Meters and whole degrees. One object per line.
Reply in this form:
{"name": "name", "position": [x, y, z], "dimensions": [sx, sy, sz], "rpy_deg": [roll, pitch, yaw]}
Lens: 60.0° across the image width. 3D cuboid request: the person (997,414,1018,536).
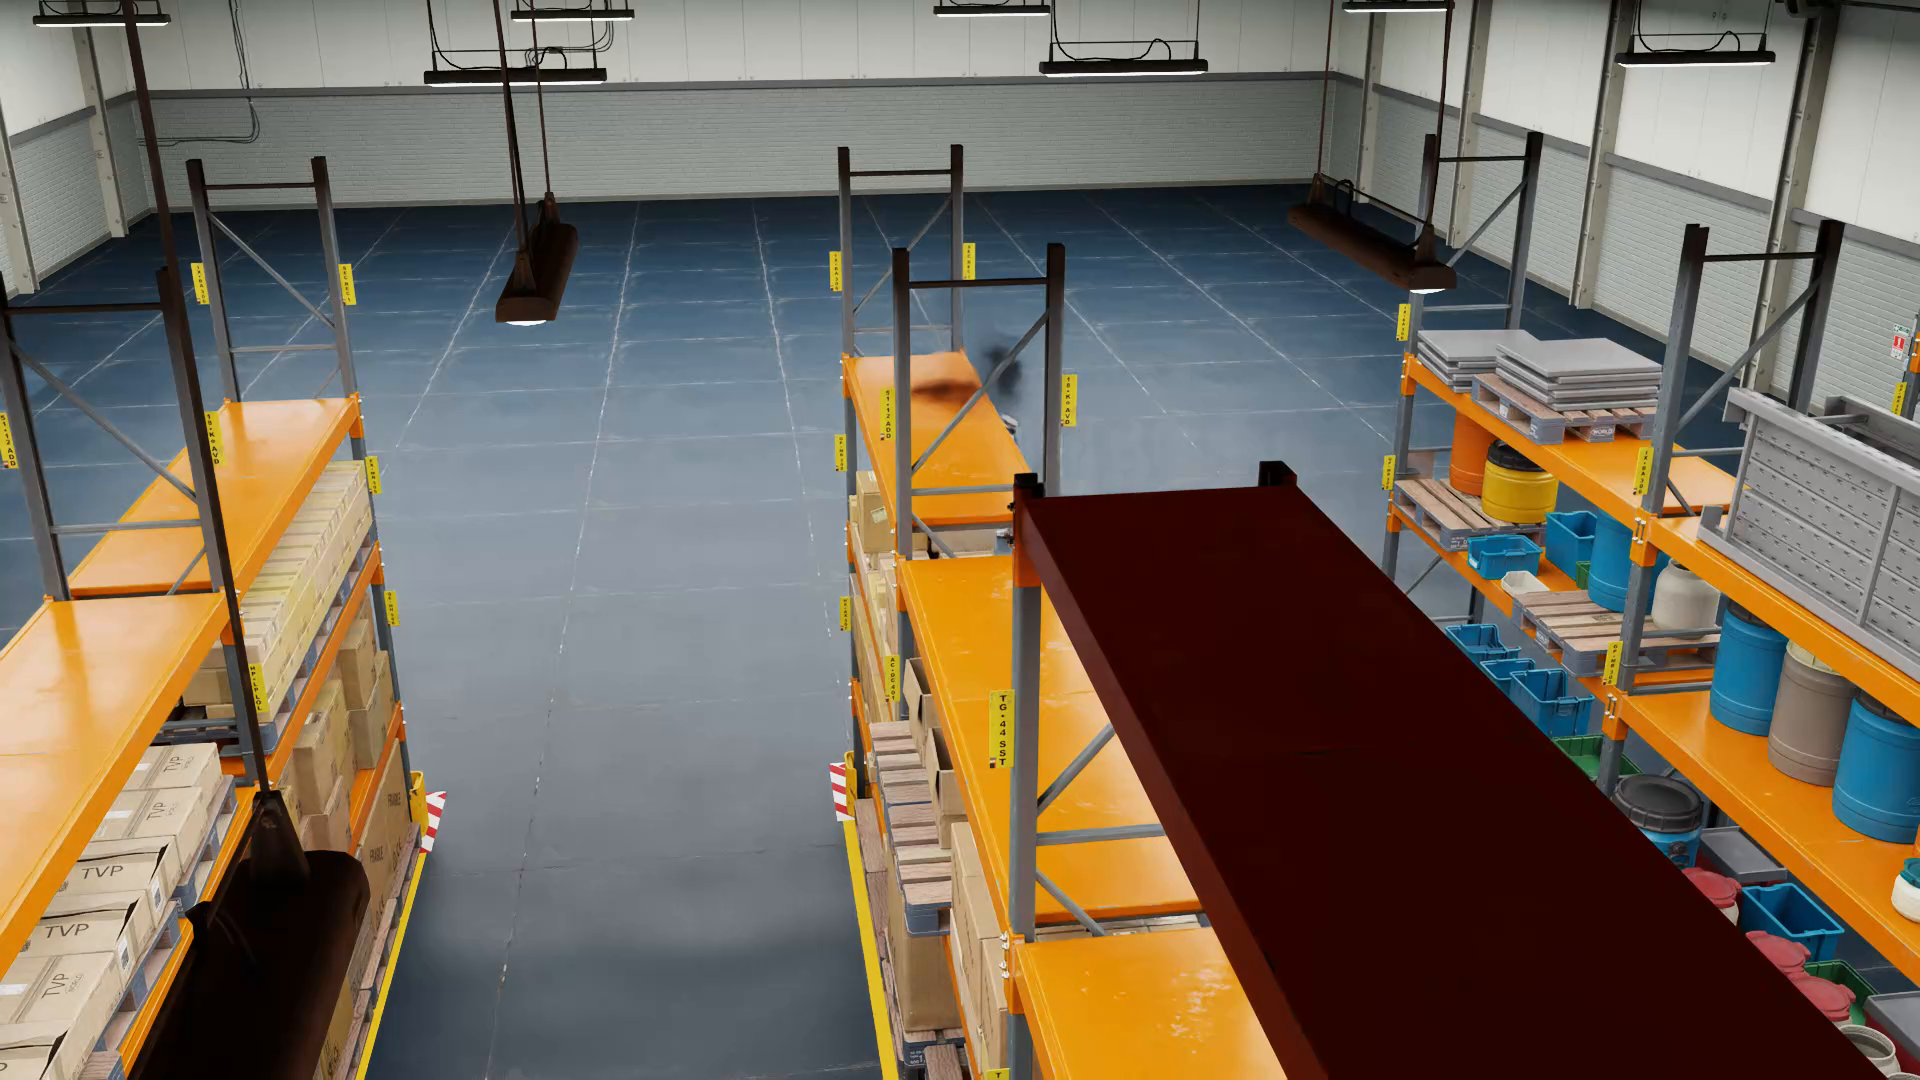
{"name": "person", "position": [0.501, -0.830, 21.479], "dimensions": [0.547, 1.654, 0.605], "rpy_deg": [4, 22, 10]}
